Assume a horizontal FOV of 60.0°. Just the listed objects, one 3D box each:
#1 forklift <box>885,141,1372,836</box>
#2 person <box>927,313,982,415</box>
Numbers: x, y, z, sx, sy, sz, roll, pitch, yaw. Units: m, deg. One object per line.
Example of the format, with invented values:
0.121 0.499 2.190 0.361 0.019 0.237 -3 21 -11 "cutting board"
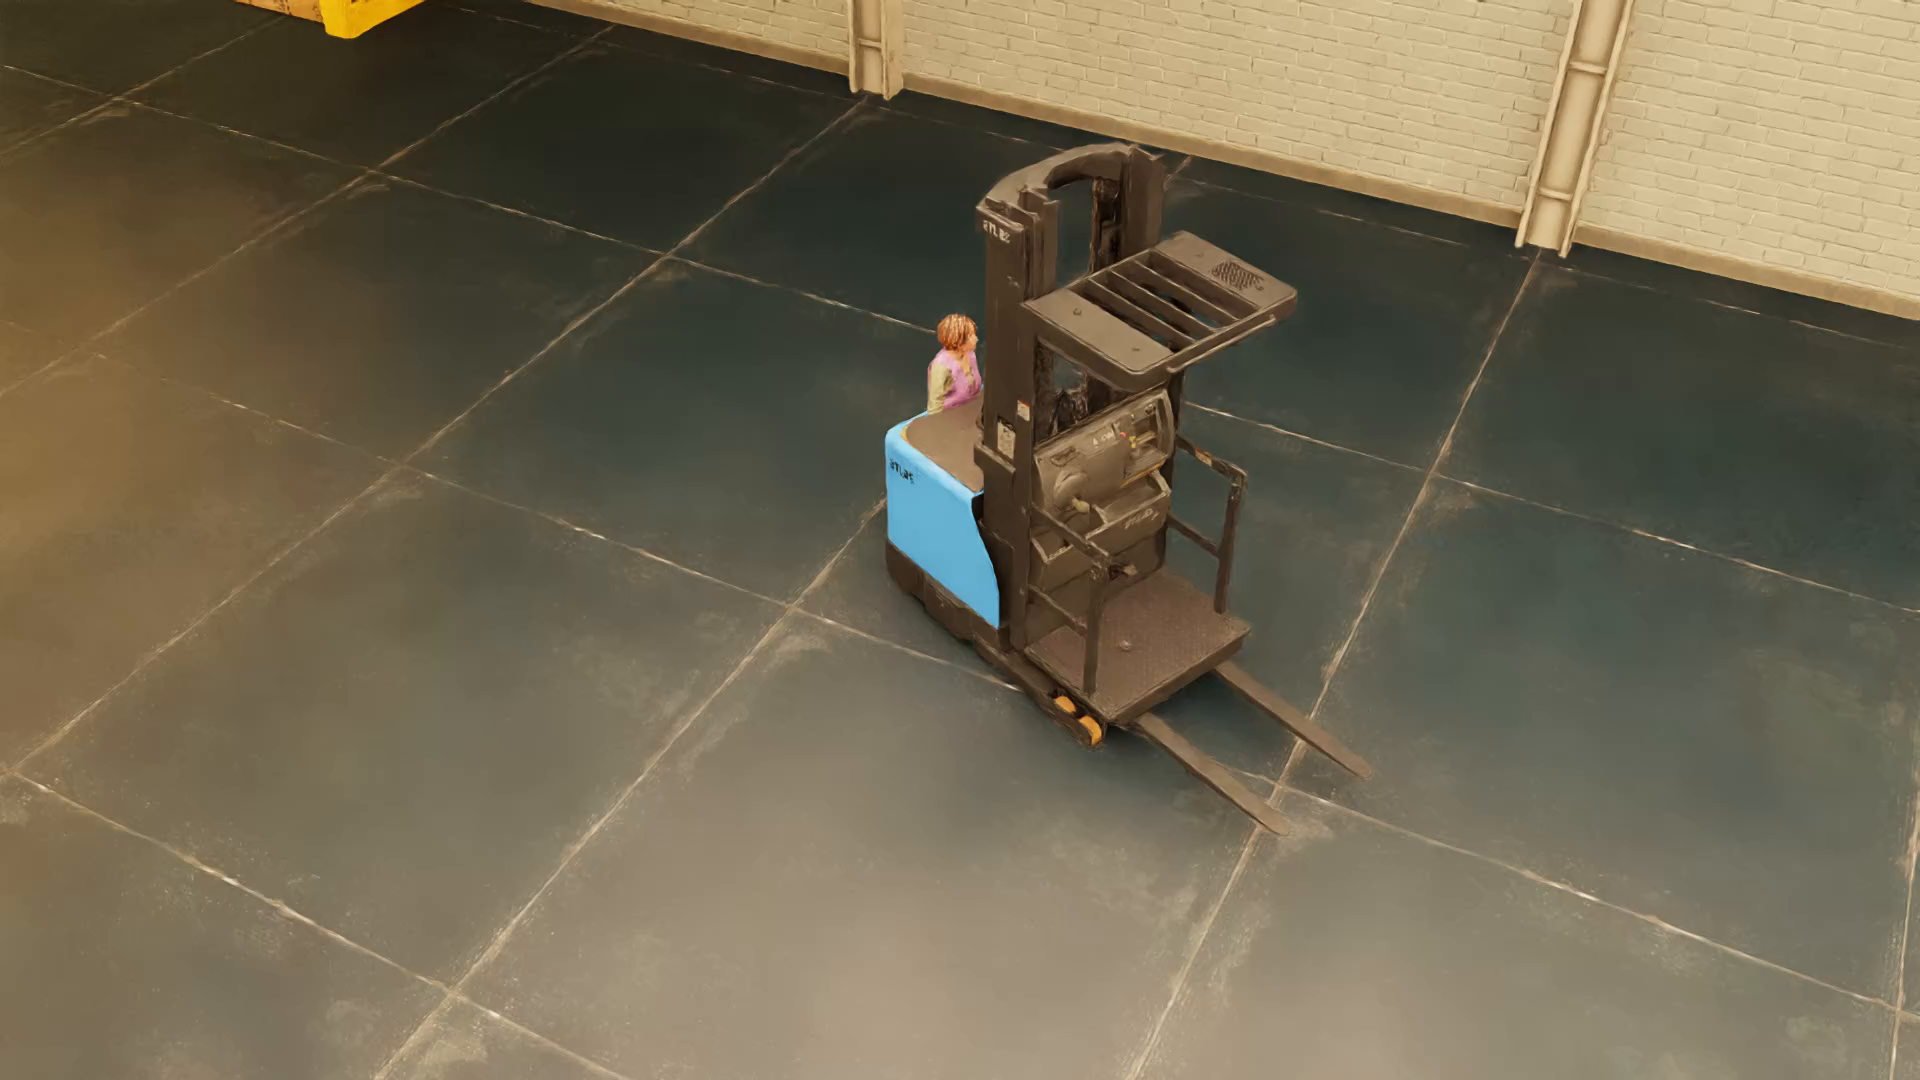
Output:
0.888 -0.381 8.439 1.130 2.935 3.031 -28 48 -29 "forklift"
0.077 -0.581 9.700 0.507 1.598 0.521 18 43 21 "person"
